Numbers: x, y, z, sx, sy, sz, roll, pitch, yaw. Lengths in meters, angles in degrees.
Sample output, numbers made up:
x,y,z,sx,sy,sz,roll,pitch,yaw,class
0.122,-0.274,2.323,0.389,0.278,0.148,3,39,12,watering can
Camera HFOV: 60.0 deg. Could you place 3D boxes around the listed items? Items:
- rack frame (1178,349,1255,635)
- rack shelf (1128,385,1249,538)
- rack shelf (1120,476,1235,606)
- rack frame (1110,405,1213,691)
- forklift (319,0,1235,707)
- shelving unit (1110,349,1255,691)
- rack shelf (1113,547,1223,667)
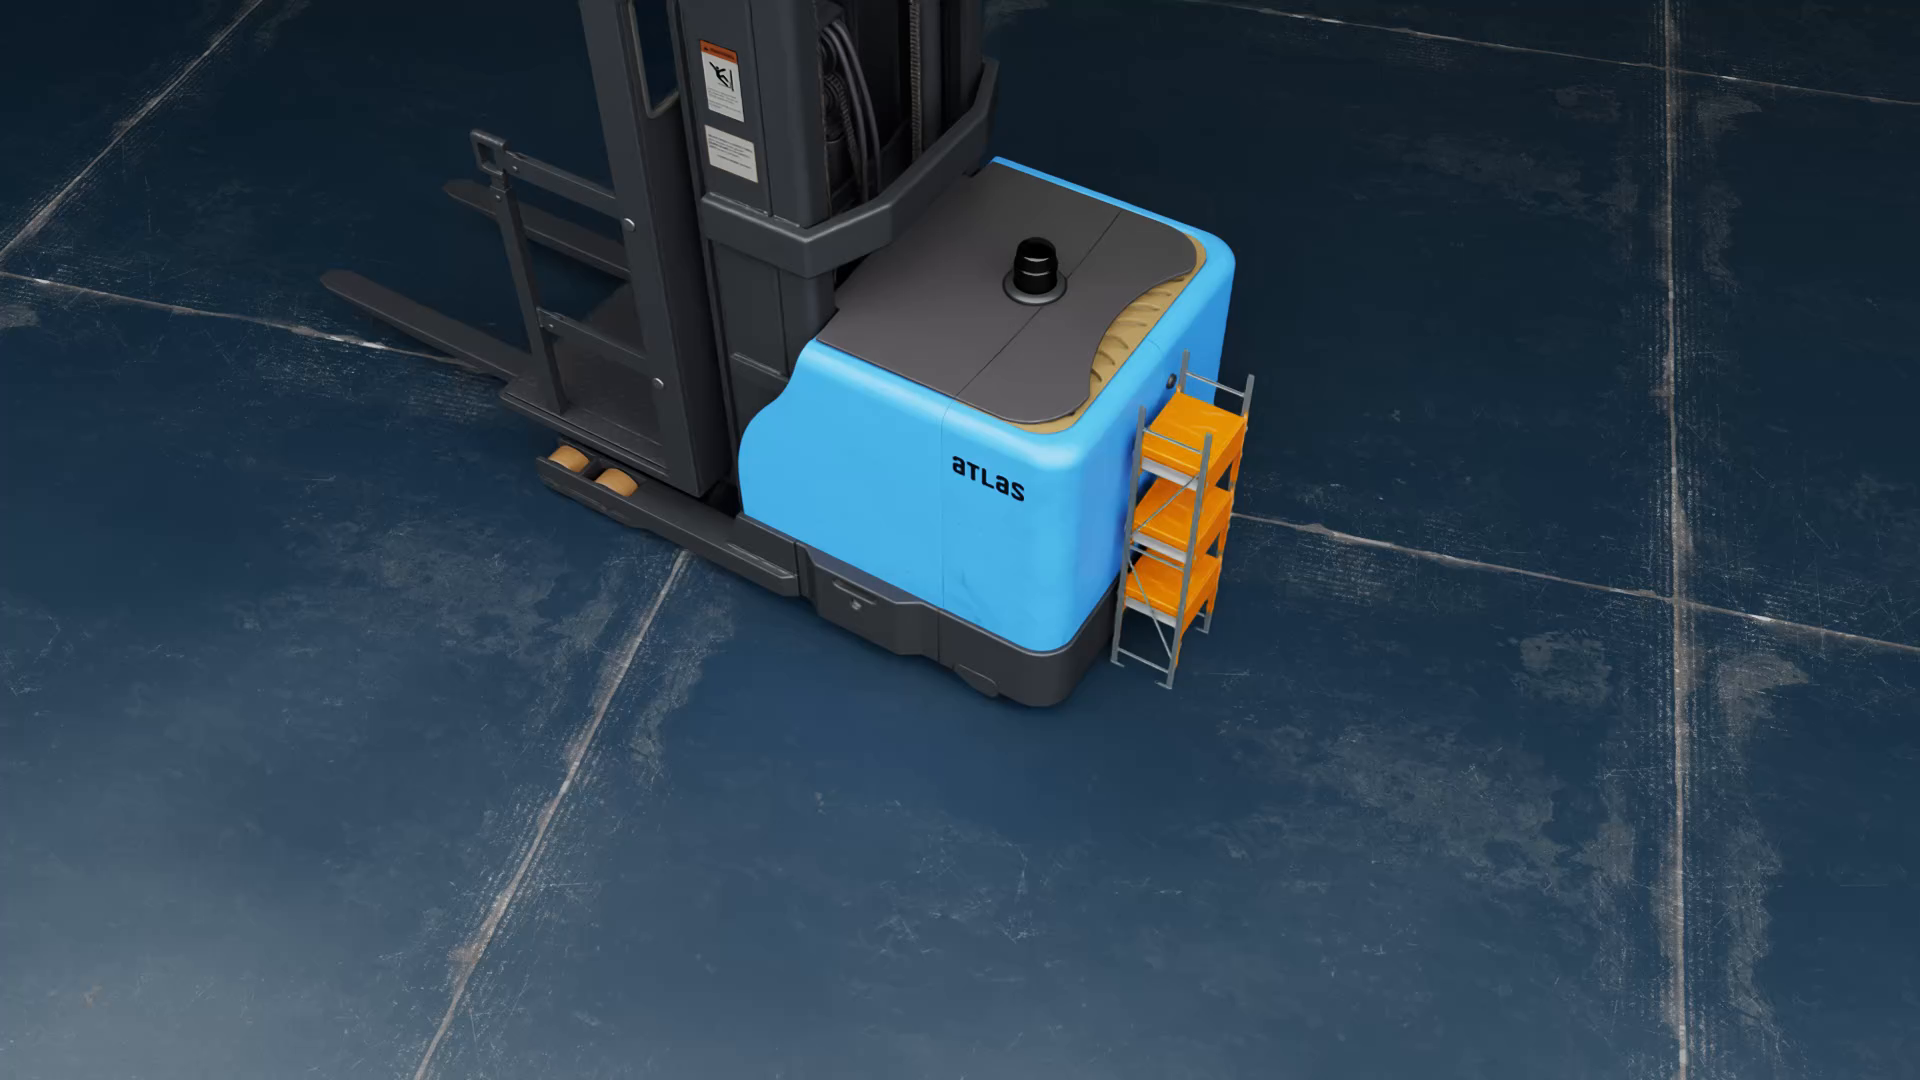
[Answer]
x,y,z,sx,sy,sz,roll,pitch,yaw,class
0.661,-0.104,4.642,0.200,1.050,0.008,25,53,20,rack frame
0.597,-0.207,4.368,0.215,0.259,0.240,25,53,20,rack shelf
0.597,-0.019,4.581,0.215,0.259,0.240,25,53,20,rack shelf
0.533,0.052,4.504,0.200,1.050,0.008,25,53,20,rack frame
-0.755,-1.345,4.483,3.031,2.935,1.130,25,53,20,forklift
0.597,-0.026,4.573,0.215,1.050,0.252,25,53,20,shelving unit
0.597,0.164,4.789,0.215,0.259,0.240,25,53,20,rack shelf
